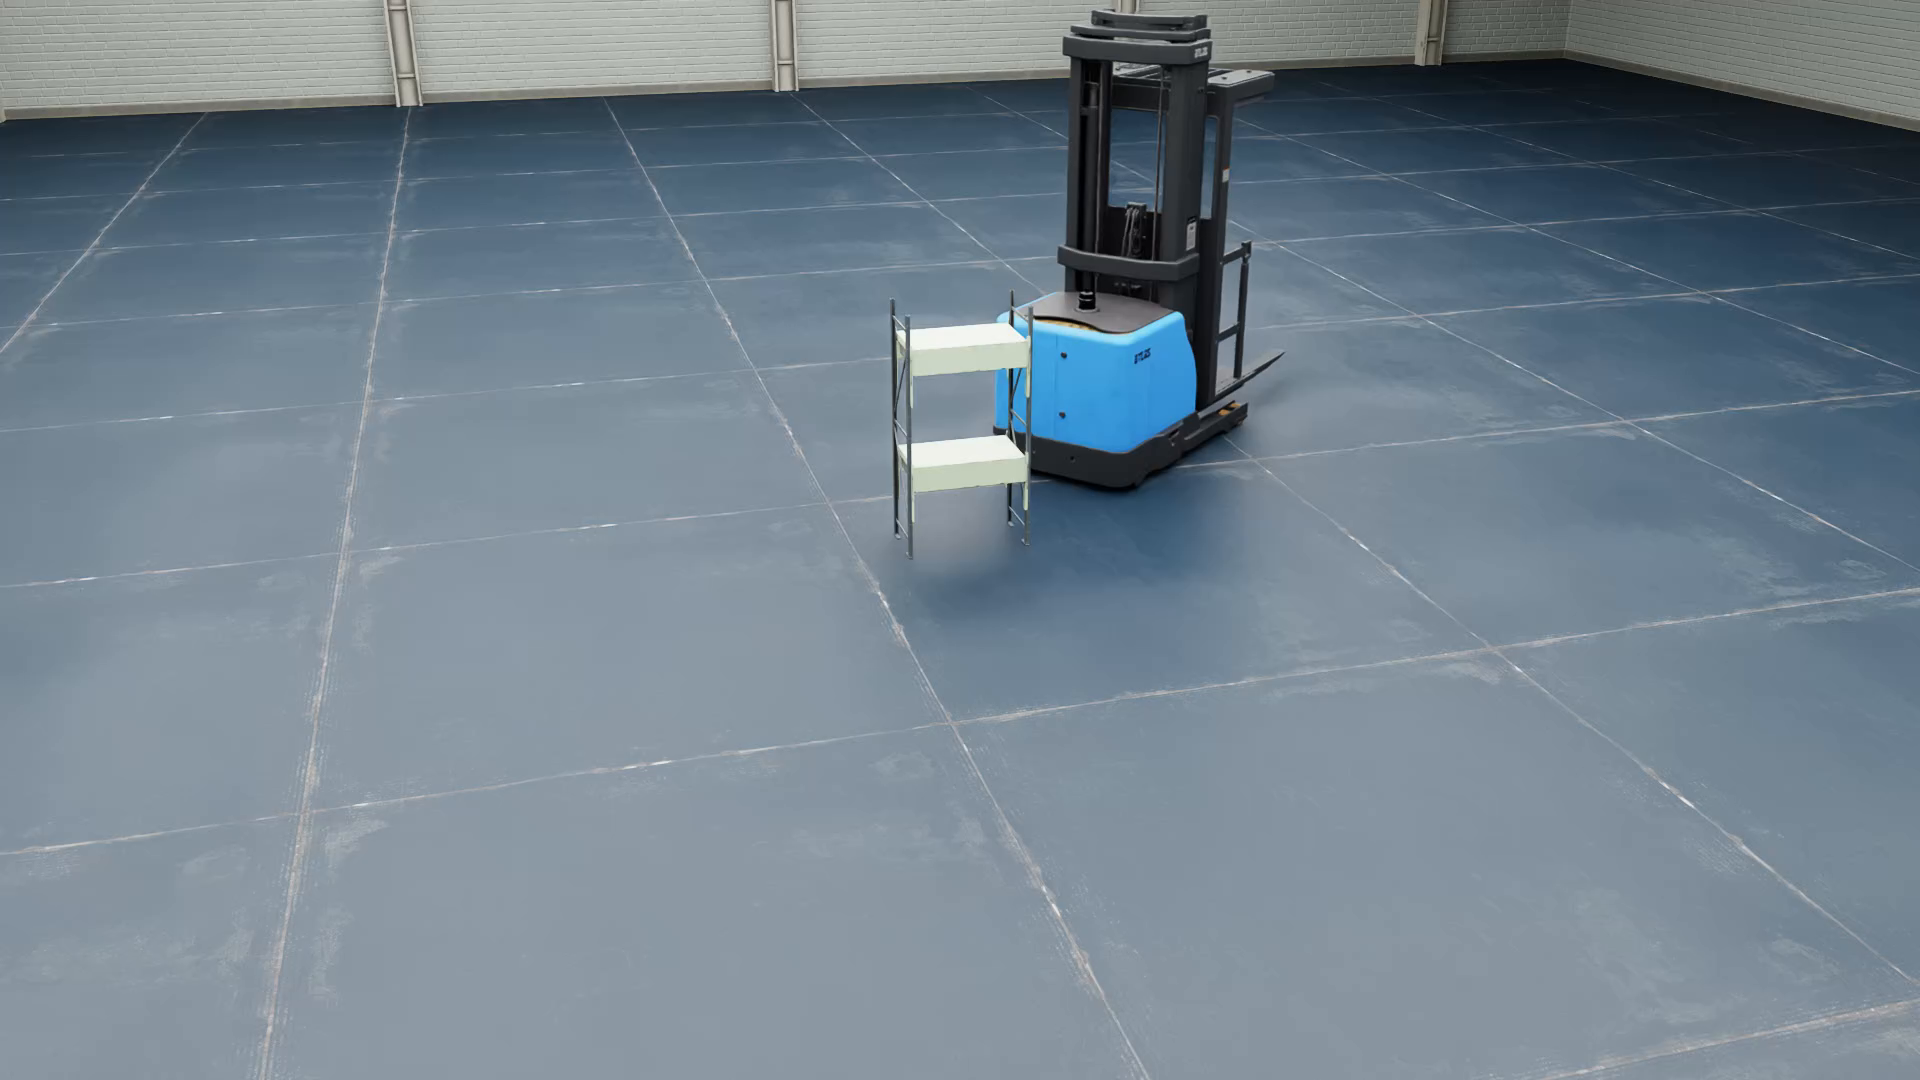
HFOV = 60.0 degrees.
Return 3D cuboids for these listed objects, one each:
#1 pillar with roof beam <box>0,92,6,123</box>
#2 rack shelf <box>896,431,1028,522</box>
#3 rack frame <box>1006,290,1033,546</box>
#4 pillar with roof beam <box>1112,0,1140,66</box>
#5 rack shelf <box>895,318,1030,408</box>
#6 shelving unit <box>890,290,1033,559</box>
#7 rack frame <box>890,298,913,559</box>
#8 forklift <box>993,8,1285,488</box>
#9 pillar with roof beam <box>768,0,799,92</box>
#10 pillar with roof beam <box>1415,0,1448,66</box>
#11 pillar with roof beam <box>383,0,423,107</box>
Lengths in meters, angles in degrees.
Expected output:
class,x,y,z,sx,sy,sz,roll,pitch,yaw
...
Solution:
class,x,y,z,sx,sy,sz,roll,pitch,yaw
pillar with roof beam,-13.304,-8.738,19.202,0.400,9.000,9.100,-6,24,-14
rack shelf,0.006,-0.390,10.084,0.720,0.370,0.431,-6,24,-14
rack frame,0.359,-0.729,10.047,0.023,1.500,0.400,-6,24,-14
pillar with roof beam,4.027,-10.655,23.670,0.400,9.000,9.100,-6,24,-14
rack shelf,0.006,-1.049,9.802,0.720,0.370,0.431,-6,24,-14
shelving unit,0.006,-0.690,9.956,0.755,1.500,0.431,-6,24,-14
rack frame,-0.346,-0.651,9.865,0.023,1.500,0.400,-6,24,-14
forklift,1.459,-2.218,11.702,1.130,2.935,3.031,15,27,31
pillar with roof beam,-1.750,-10.016,22.180,0.400,9.000,9.100,-6,24,-14
pillar with roof beam,9.804,-11.294,25.159,0.400,9.000,9.100,-6,24,-14
pillar with roof beam,-7.527,-9.377,20.691,0.400,9.000,9.100,-6,24,-14
